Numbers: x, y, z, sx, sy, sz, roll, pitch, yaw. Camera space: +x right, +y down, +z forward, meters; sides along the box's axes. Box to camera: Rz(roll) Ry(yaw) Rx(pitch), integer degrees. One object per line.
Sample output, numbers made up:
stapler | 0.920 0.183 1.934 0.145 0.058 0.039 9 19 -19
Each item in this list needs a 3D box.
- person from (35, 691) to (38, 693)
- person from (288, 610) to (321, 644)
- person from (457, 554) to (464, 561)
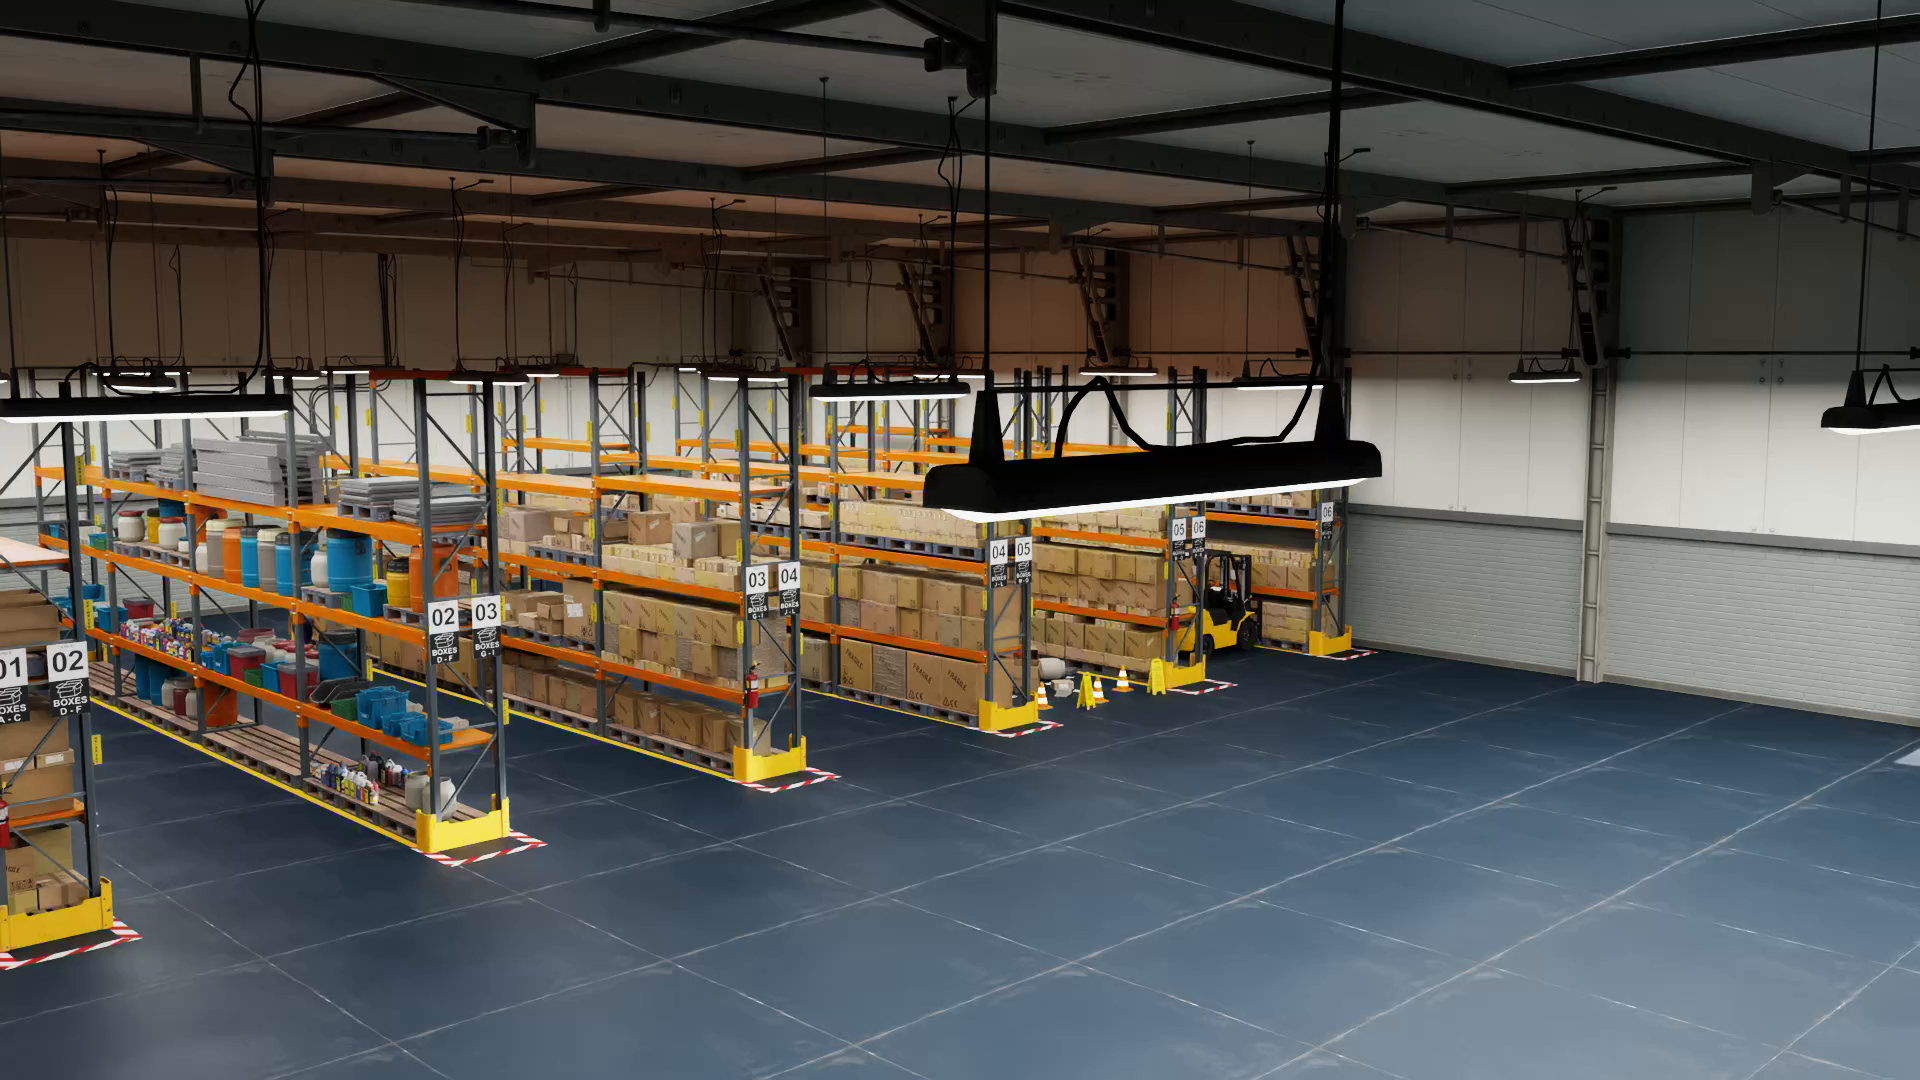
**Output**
person | -15.507 2.395 27.518 0.503 1.657 0.457 -4 7 -30
person | -13.193 1.752 33.457 1.034 1.588 0.580 6 9 44
person | -11.712 1.127 38.972 0.462 1.596 1.014 -4 7 -29
